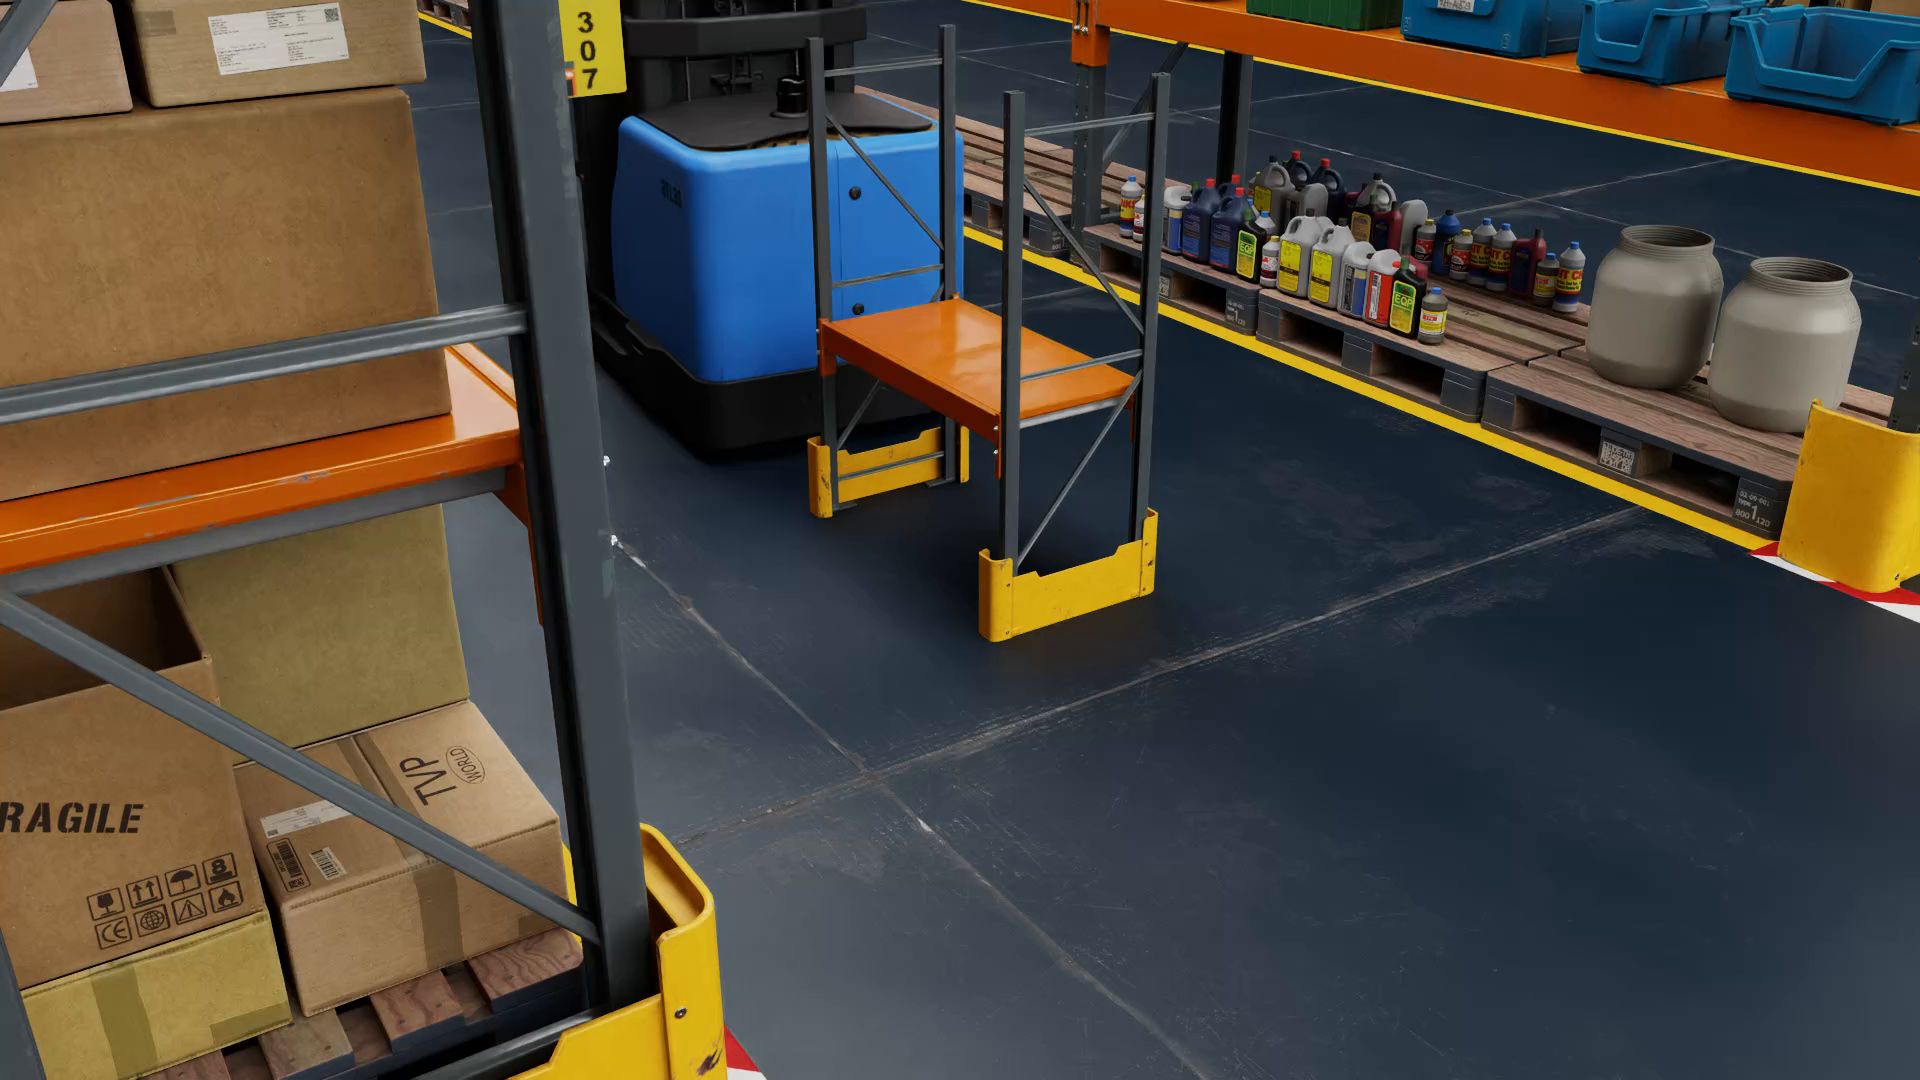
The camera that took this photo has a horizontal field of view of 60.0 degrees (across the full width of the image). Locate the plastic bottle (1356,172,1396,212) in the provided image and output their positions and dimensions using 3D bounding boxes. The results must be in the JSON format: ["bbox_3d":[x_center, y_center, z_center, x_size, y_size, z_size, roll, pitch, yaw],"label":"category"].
[{"bbox_3d":[1.859,-1.454,7.405,0.144,0.351,0.185,-16,29,-30],"label":"plastic bottle"}]

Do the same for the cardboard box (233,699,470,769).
[{"bbox_3d":[-1.366,0.415,3.587,0.500,0.250,0.500,-16,29,-30],"label":"cardboard box"}]

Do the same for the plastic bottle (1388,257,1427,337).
[{"bbox_3d":[1.720,-0.933,6.379,0.061,0.283,0.133,-15,29,-28],"label":"plastic bottle"}]

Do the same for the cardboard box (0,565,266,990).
[{"bbox_3d":[-1.525,0.375,2.793,0.500,0.500,0.500,-16,29,-30],"label":"cardboard box"}]

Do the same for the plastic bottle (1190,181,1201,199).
[{"bbox_3d":[1.080,-1.471,7.519,0.061,0.283,0.133,-16,29,-30],"label":"plastic bottle"}]

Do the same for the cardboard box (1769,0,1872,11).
[{"bbox_3d":[7.899,-5.127,14.741,1.050,0.750,0.750,-15,29,-29],"label":"cardboard box"}]

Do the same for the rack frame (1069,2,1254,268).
[{"bbox_3d":[0.985,-2.801,7.669,1.000,3.000,0.127,-16,29,-30],"label":"rack frame"}]

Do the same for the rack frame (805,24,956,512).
[{"bbox_3d":[-0.231,-0.830,5.250,0.500,1.500,0.032,-16,29,-30],"label":"rack frame"}]

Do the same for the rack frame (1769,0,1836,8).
[{"bbox_3d":[5.135,-3.955,10.114,1.000,3.000,0.127,-16,29,-30],"label":"rack frame"}]

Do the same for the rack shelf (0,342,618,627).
[{"bbox_3d":[-2.075,-0.607,3.865,1.077,0.370,4.000,-16,29,-30],"label":"rack shelf"}]

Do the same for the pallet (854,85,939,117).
[{"bbox_3d":[-0.808,-2.684,10.689,1.003,0.211,1.213,-16,29,-30],"label":"pallet"}]

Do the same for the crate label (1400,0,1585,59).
[{"bbox_3d":[1.937,-1.981,5.892,0.502,0.435,0.616,-16,29,-30],"label":"crate label"}]

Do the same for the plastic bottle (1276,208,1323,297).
[{"bbox_3d":[1.413,-1.197,6.859,0.144,0.351,0.185,-16,30,-30],"label":"plastic bottle"}]

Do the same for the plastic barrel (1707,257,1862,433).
[{"bbox_3d":[2.746,-0.653,5.541,0.421,0.512,0.421,0,25,0],"label":"plastic barrel"}]

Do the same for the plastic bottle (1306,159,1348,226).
[{"bbox_3d":[1.683,-1.570,7.650,0.144,0.351,0.185,-17,30,-32],"label":"plastic bottle"}]

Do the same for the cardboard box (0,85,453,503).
[{"bbox_3d":[-1.228,-0.432,2.535,0.700,0.500,0.500,-16,29,-30],"label":"cardboard box"}]

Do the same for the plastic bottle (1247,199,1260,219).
[{"bbox_3d":[1.259,-1.357,7.291,0.097,0.271,0.097,0,25,0],"label":"plastic bottle"}]

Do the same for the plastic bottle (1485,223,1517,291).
[{"bbox_3d":[2.253,-1.179,6.914,0.097,0.271,0.097,0,25,0],"label":"plastic bottle"}]

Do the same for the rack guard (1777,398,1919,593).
[{"bbox_3d":[3.088,-0.256,5.206,1.175,0.500,0.348,-16,29,-30],"label":"rack guard"}]

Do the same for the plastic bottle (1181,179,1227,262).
[{"bbox_3d":[1.078,-1.416,7.324,0.144,0.351,0.185,-15,29,-28],"label":"plastic bottle"}]

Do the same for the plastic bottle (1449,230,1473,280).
[{"bbox_3d":[2.144,-1.219,7.080,0.097,0.201,0.097,0,25,0],"label":"plastic bottle"}]

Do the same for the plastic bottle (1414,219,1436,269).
[{"bbox_3d":[2.032,-1.292,7.236,0.097,0.201,0.097,0,25,0],"label":"plastic bottle"}]

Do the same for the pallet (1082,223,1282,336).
[{"bbox_3d":[1.317,-1.290,7.735,1.003,0.211,1.213,-16,29,-30],"label":"pallet"}]

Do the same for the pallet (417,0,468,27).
[{"bbox_3d":[-4.486,-5.092,15.789,1.003,0.211,1.213,-16,29,-30],"label":"pallet"}]

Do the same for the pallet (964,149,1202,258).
[{"bbox_3d":[0.524,-1.812,8.840,1.003,0.211,1.213,-16,29,-30],"label":"pallet"}]

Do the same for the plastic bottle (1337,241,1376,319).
[{"bbox_3d":[1.609,-1.038,6.611,0.152,0.276,0.135,-16,30,-31],"label":"plastic bottle"}]

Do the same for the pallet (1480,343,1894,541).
[{"bbox_3d":[2.649,-0.417,5.886,1.003,0.211,1.213,-16,29,-30],"label":"pallet"}]

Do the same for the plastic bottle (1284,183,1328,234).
[{"bbox_3d":[1.573,-1.493,7.573,0.152,0.276,0.135,-16,29,-30],"label":"plastic bottle"}]

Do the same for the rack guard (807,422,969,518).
[{"bbox_3d":[-0.230,-0.264,5.516,0.587,0.250,0.087,-16,29,-30],"label":"rack guard"}]

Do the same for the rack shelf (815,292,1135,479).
[{"bbox_3d":[0.047,-0.485,4.942,0.538,0.185,1.000,-16,29,-30],"label":"rack shelf"}]

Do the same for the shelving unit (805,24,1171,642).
[{"bbox_3d":[0.042,-0.651,4.872,0.587,1.500,1.083,-16,29,-30],"label":"shelving unit"}]

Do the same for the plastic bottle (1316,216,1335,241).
[{"bbox_3d":[1.524,-1.207,6.967,0.152,0.276,0.135,-16,29,-30],"label":"plastic bottle"}]

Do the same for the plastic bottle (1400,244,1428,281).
[{"bbox_3d":[1.773,-1.017,6.557,0.061,0.283,0.133,-16,29,-30],"label":"plastic bottle"}]

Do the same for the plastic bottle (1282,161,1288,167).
[{"bbox_3d":[1.524,-1.676,7.953,0.061,0.283,0.133,-14,29,-27],"label":"plastic bottle"}]

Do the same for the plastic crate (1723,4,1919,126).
[{"bbox_3d":[2.645,-1.412,4.902,0.499,0.251,0.616,-16,29,-30],"label":"plastic crate"}]

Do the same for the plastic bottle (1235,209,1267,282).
[{"bbox_3d":[1.236,-1.250,7.050,0.061,0.283,0.133,-14,29,-27],"label":"plastic bottle"}]

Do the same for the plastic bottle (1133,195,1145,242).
[{"bbox_3d":[0.847,-1.482,7.638,0.097,0.201,0.097,0,25,0],"label":"plastic bottle"}]

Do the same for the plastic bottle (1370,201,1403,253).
[{"bbox_3d":[1.856,-1.340,7.241,0.061,0.283,0.133,-16,29,-30],"label":"plastic bottle"}]

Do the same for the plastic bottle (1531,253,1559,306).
[{"bbox_3d":[2.384,-1.062,6.748,0.097,0.201,0.097,0,25,0],"label":"plastic bottle"}]

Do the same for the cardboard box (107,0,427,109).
[{"bbox_3d":[-1.017,-0.746,2.440,0.380,0.149,0.250,-16,30,-30],"label":"cardboard box"}]

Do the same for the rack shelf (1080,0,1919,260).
[{"bbox_3d":[2.077,-1.760,6.307,1.077,0.370,4.000,-16,29,-30],"label":"rack shelf"}]

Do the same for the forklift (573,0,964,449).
[{"bbox_3d":[-1.089,-2.237,6.555,1.130,2.935,3.031,-12,28,-24],"label":"forklift"}]
